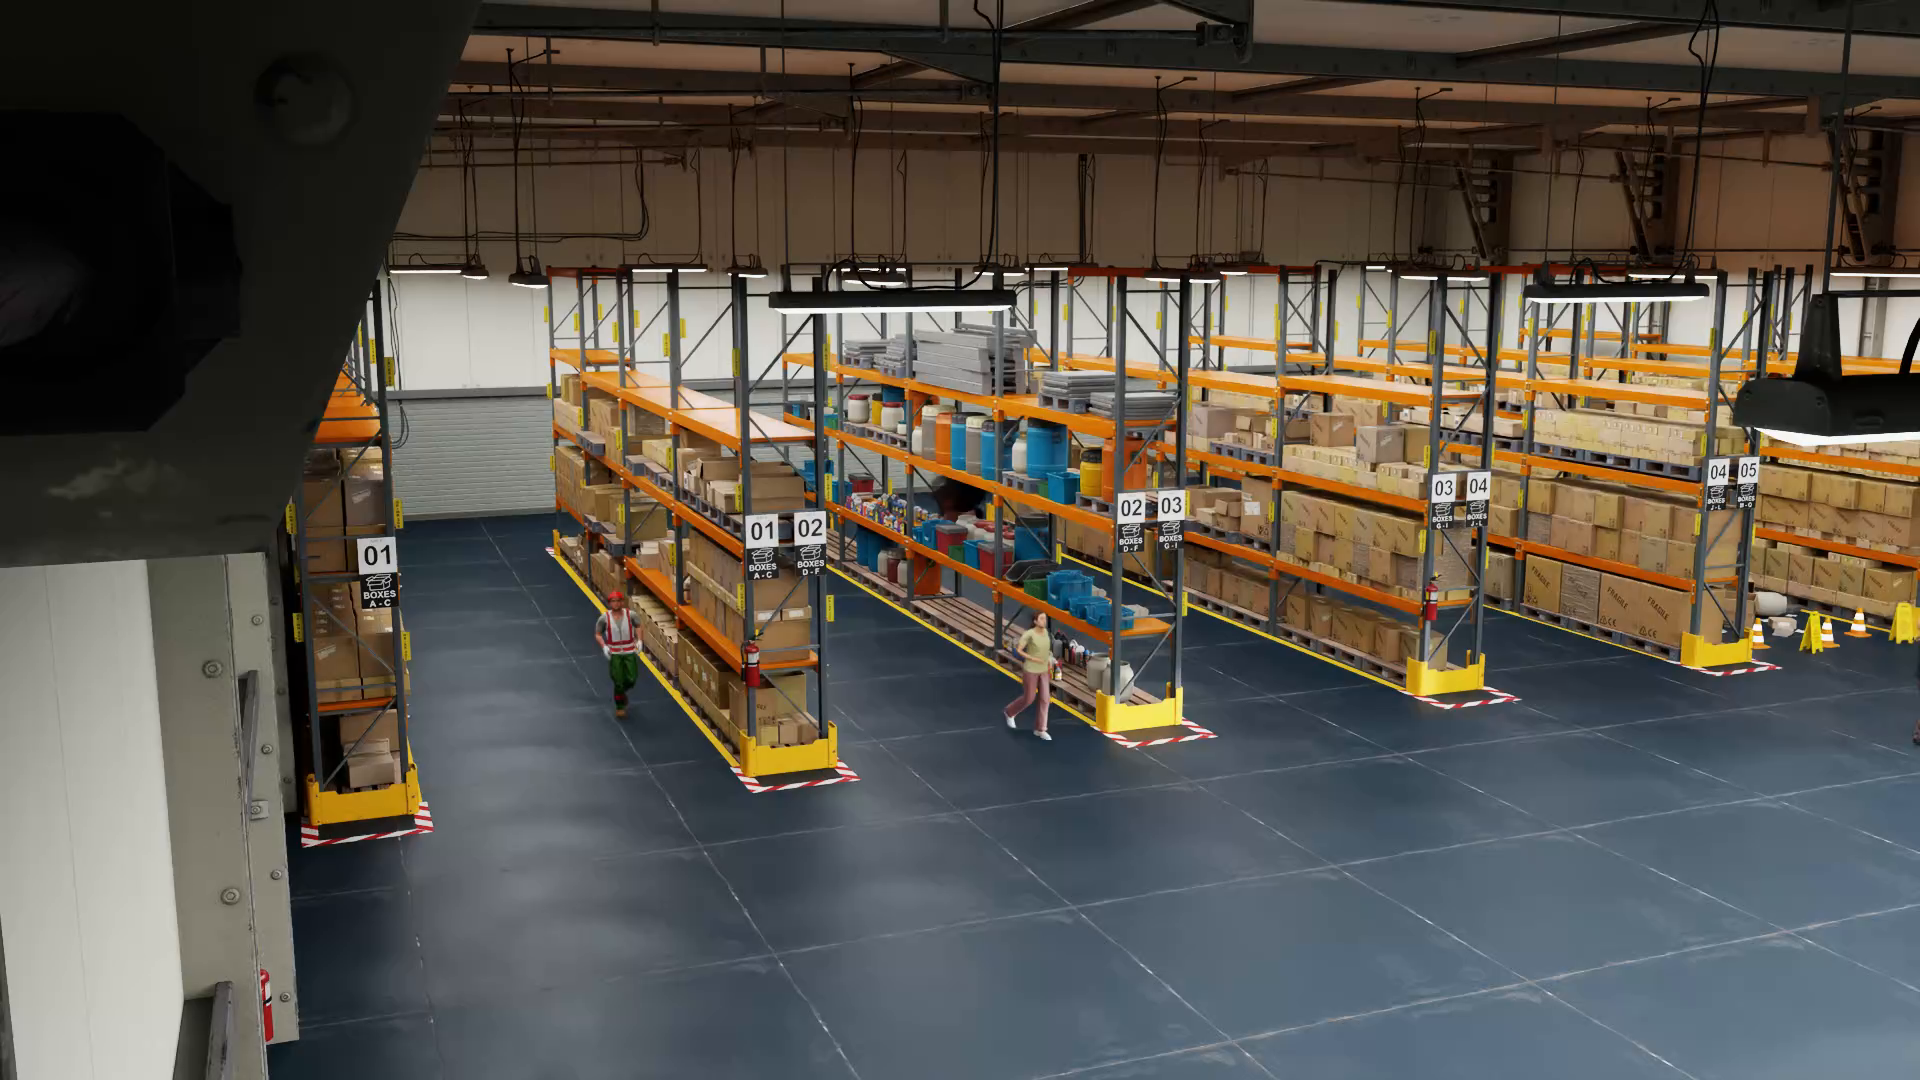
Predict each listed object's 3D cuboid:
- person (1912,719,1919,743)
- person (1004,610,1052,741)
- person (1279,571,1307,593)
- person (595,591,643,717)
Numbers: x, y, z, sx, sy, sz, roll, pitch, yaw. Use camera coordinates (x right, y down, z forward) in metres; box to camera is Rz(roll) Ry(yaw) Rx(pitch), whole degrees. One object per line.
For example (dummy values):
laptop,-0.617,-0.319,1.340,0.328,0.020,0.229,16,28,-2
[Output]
person,12.630,1.807,21.325,0.642,1.695,0.643,1,10,6
person,0.998,1.736,21.926,0.608,1.670,0.826,-8,12,-37
person,6.228,0.160,30.847,0.596,1.719,0.830,-5,11,-27
person,-4.645,1.552,22.745,0.661,1.745,0.548,-3,10,-19
